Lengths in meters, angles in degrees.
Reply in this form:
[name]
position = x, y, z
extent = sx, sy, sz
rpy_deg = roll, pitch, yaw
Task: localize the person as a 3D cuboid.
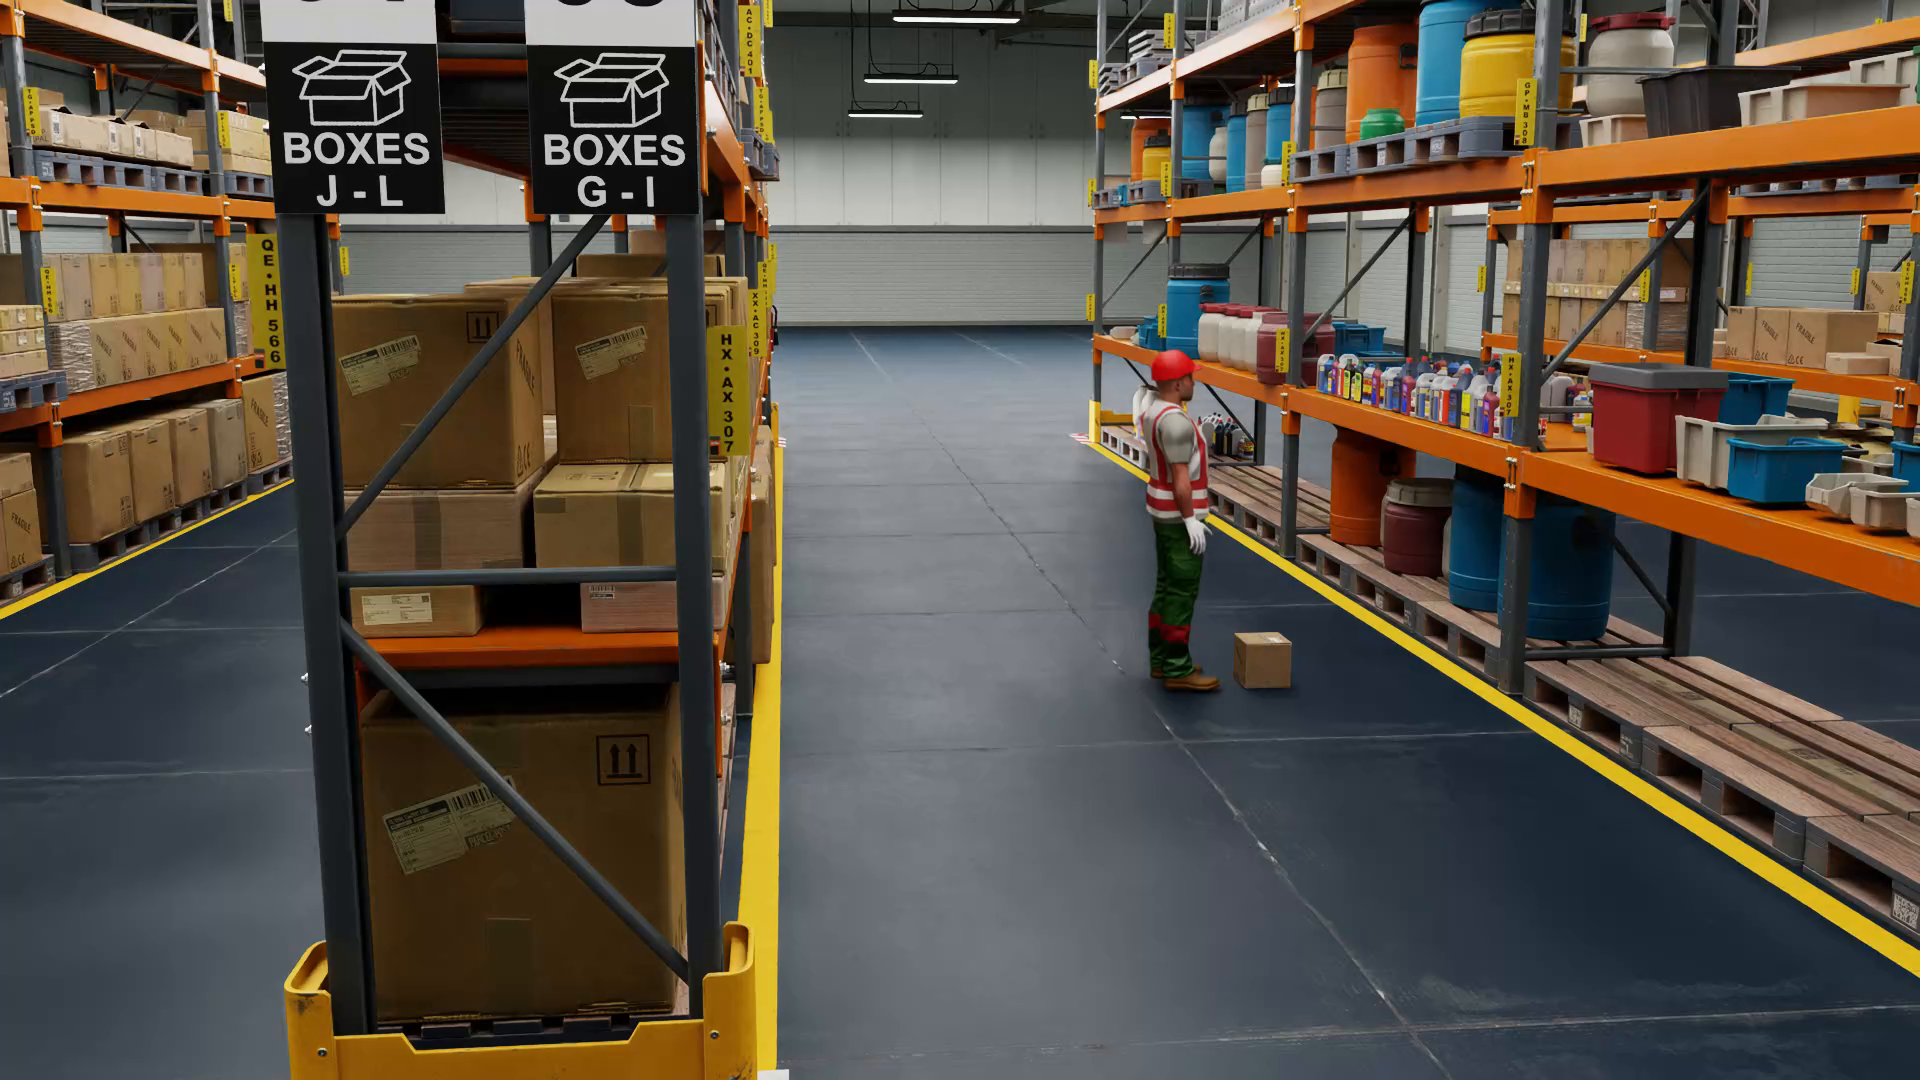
[person]
position = 1.180, -0.114, 8.864
extent = 0.397, 1.796, 0.539
rpy_deg = -1, 10, -6
